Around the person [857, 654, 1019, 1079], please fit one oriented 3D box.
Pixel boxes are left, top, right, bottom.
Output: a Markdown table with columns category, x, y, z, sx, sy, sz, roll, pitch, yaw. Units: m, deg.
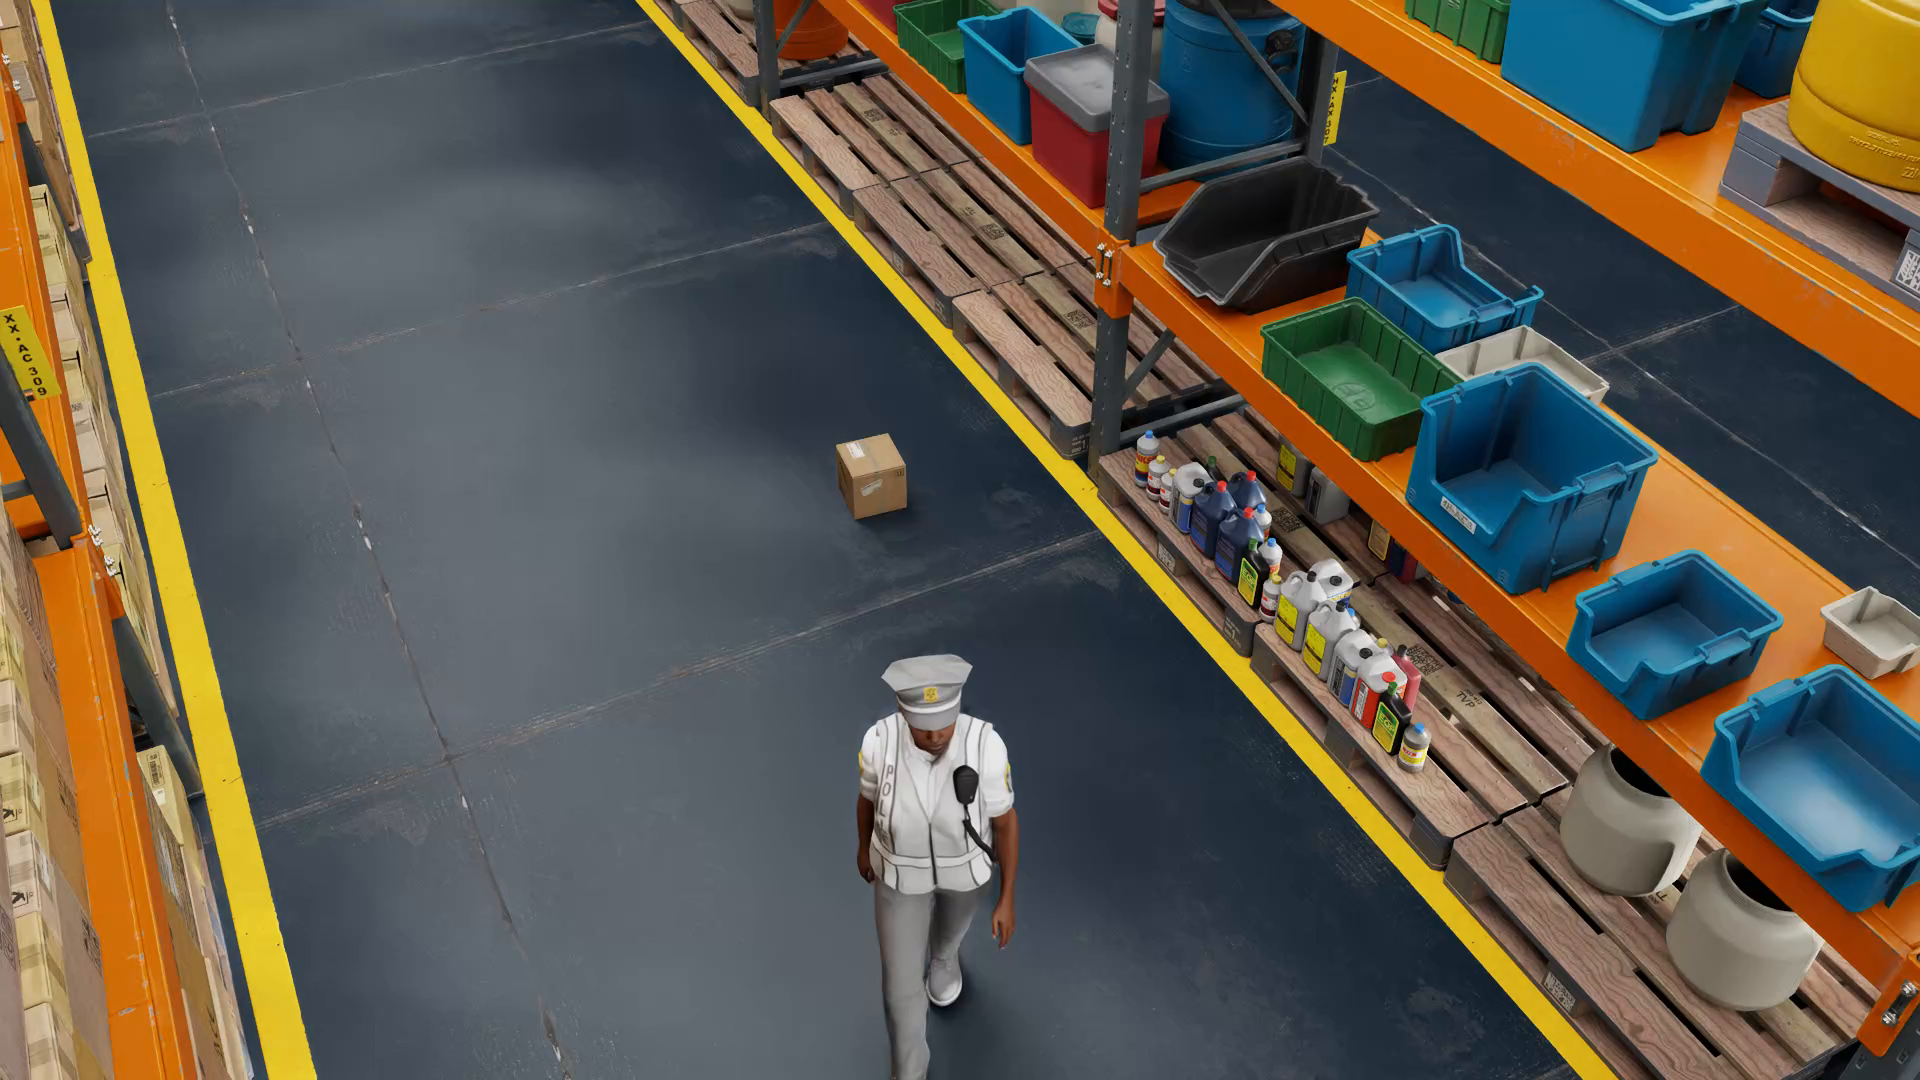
| category | x | y | z | sx | sy | sz | roll | pitch | yaw |
| --- | --- | --- | --- | --- | --- | --- | --- | --- | --- |
| person | -0.069 | 1.037 | 4.975 | 0.486 | 1.714 | 0.772 | -2 | 42 | -2 |
